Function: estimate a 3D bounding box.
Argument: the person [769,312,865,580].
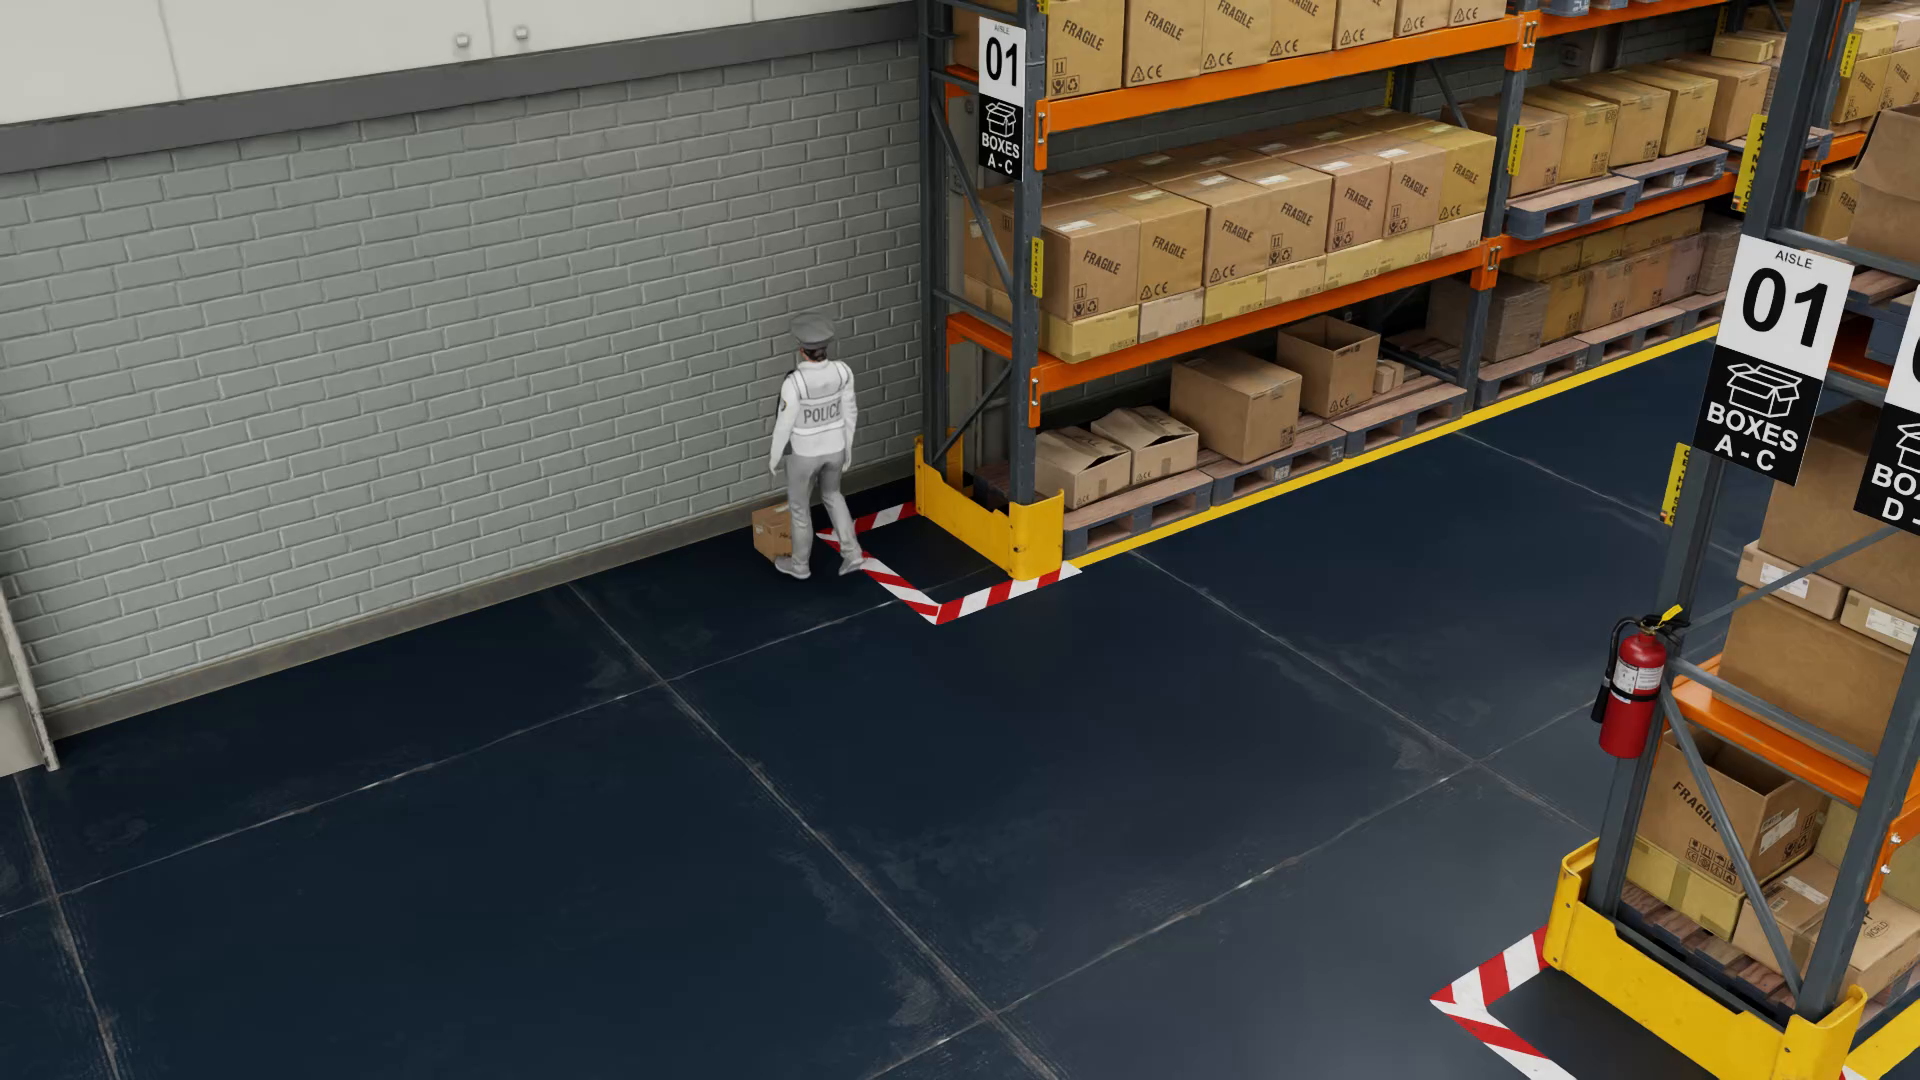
[{"bbox_3d":[-0.848,-0.513,9.517,0.498,1.680,0.557,-19,34,-30],"label":"person"}]
